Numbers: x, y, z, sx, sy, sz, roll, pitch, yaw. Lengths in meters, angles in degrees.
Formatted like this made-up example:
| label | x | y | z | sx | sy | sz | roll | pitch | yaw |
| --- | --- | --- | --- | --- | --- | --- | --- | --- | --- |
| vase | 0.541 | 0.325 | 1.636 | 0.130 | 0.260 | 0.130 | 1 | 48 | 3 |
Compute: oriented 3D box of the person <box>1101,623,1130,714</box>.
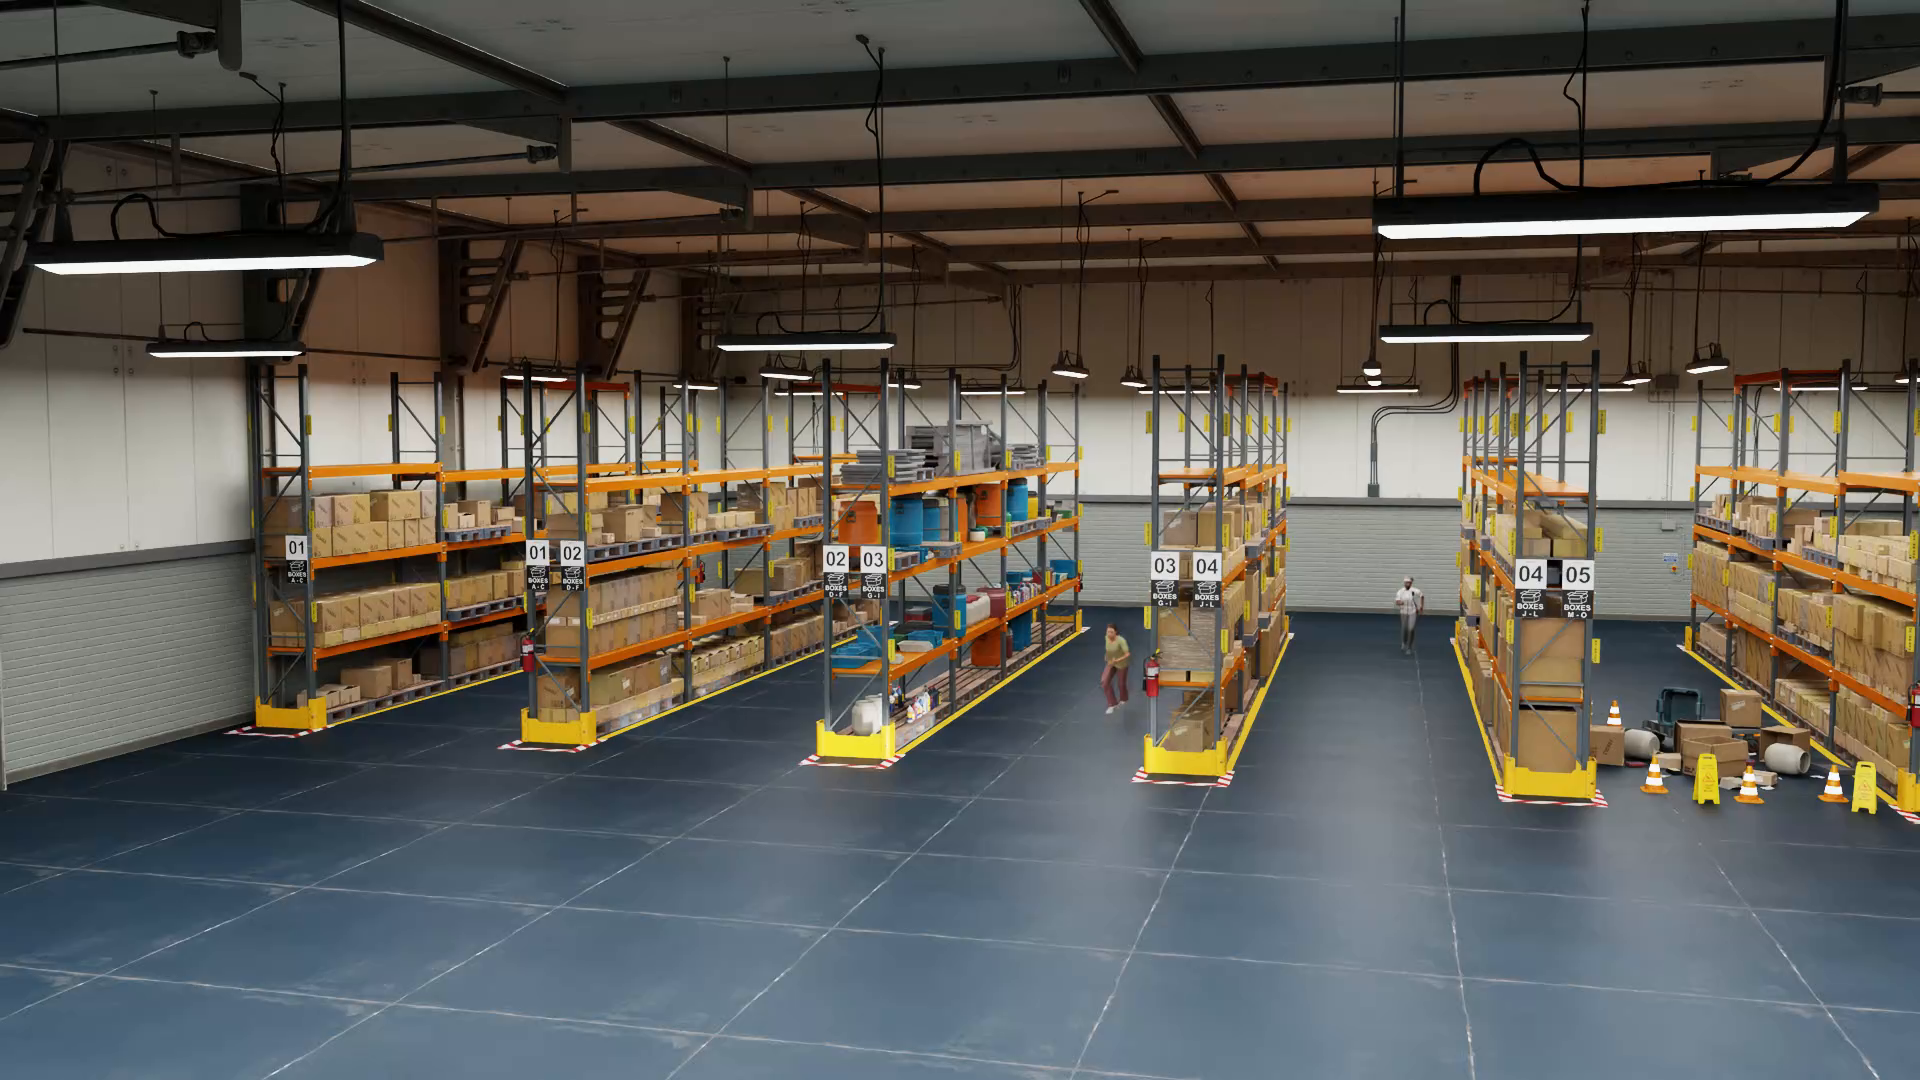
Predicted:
| label | x | y | z | sx | sy | sz | roll | pitch | yaw |
| --- | --- | --- | --- | --- | --- | --- | --- | --- | --- |
| person | 2.684 | 2.112 | 27.952 | 0.586 | 1.519 | 1.017 | 2 | 5 | 30 |

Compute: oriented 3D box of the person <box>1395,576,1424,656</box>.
| label | x | y | z | sx | sy | sz | roll | pitch | yaw |
| --- | --- | --- | --- | --- | --- | --- | --- | --- | --- |
| person | 9.859 | 1.644 | 36.499 | 0.592 | 1.741 | 0.896 | 2 | 4 | 23 |
